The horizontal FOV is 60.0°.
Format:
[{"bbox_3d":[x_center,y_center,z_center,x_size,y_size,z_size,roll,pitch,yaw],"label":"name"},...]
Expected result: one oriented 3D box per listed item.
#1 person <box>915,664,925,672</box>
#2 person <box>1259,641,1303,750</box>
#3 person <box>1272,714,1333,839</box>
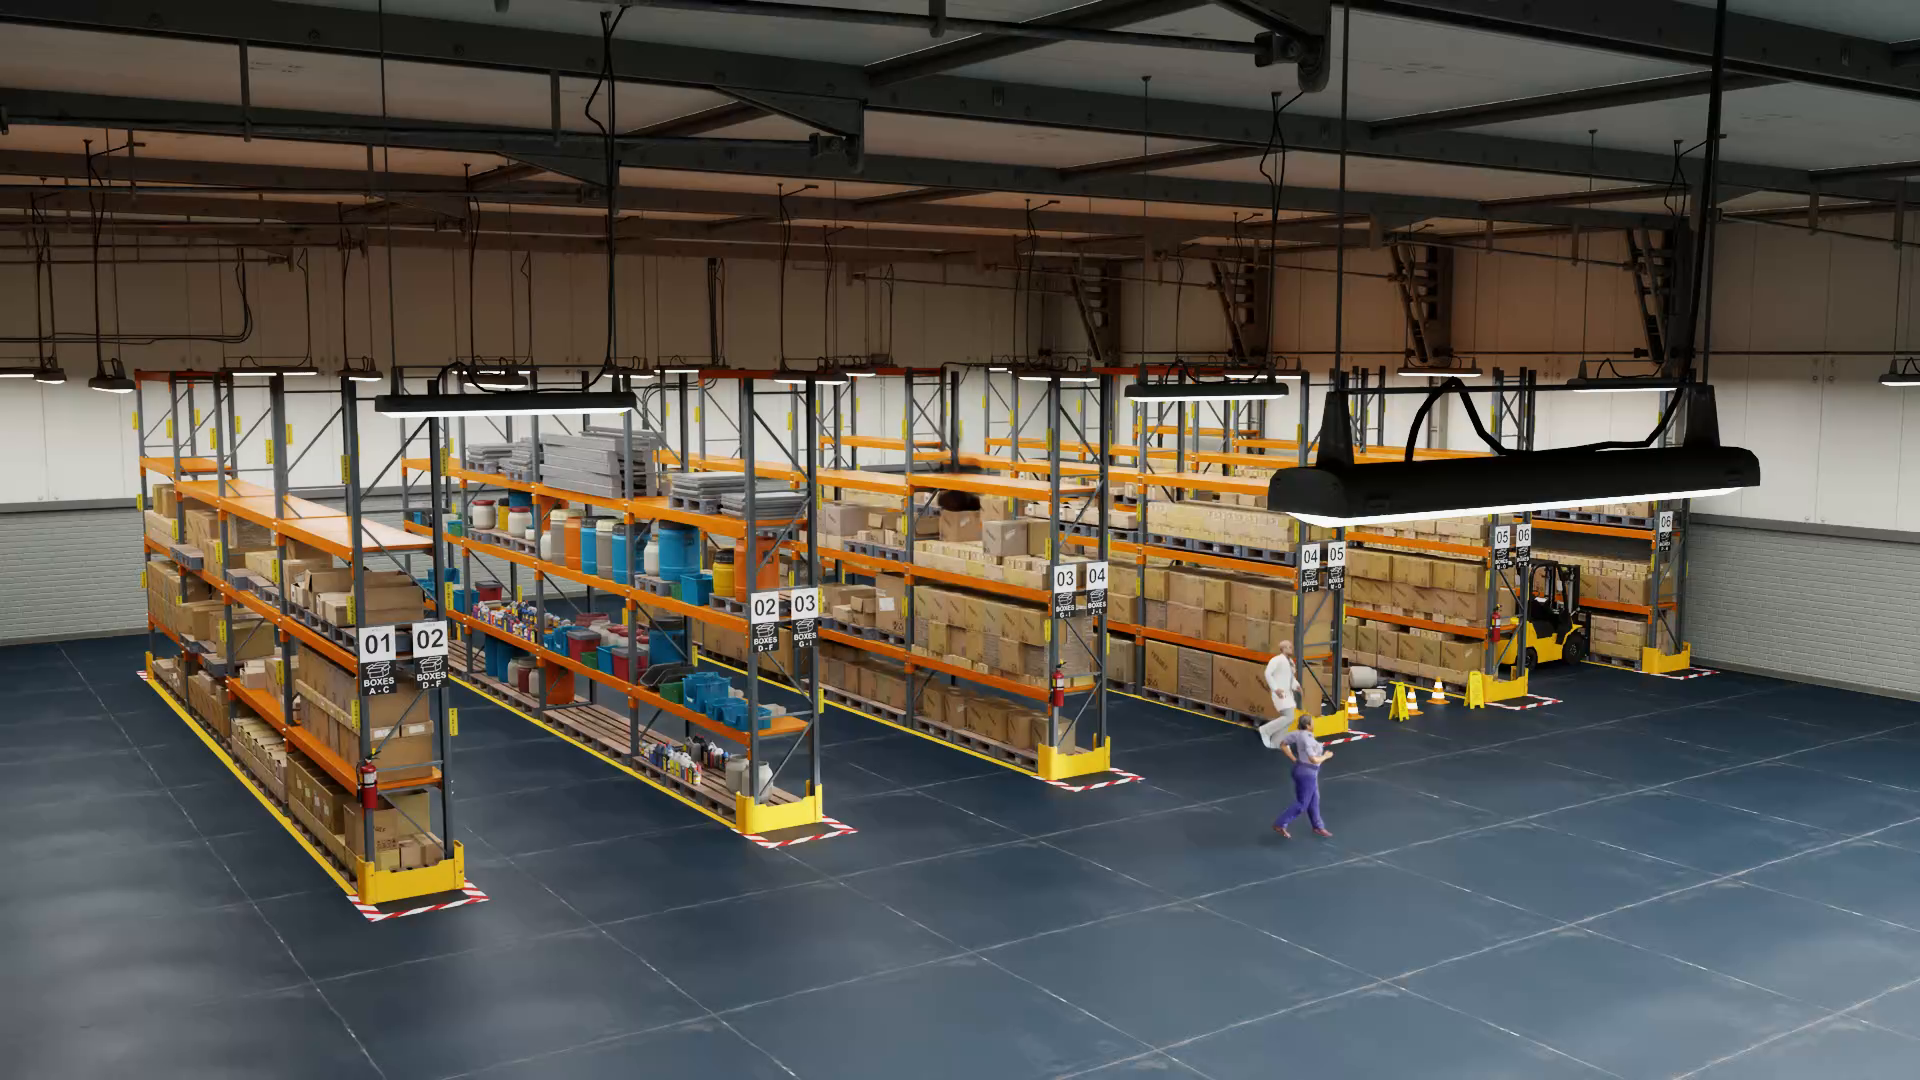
[{"bbox_3d":[-0.737,1.865,31.830,0.669,1.745,0.580,-5,8,-37],"label":"person"},{"bbox_3d":[5.194,2.475,26.638,0.568,1.723,0.717,4,7,31],"label":"person"},{"bbox_3d":[4.460,3.075,21.525,0.886,1.670,0.602,-1,7,-8],"label":"person"}]
